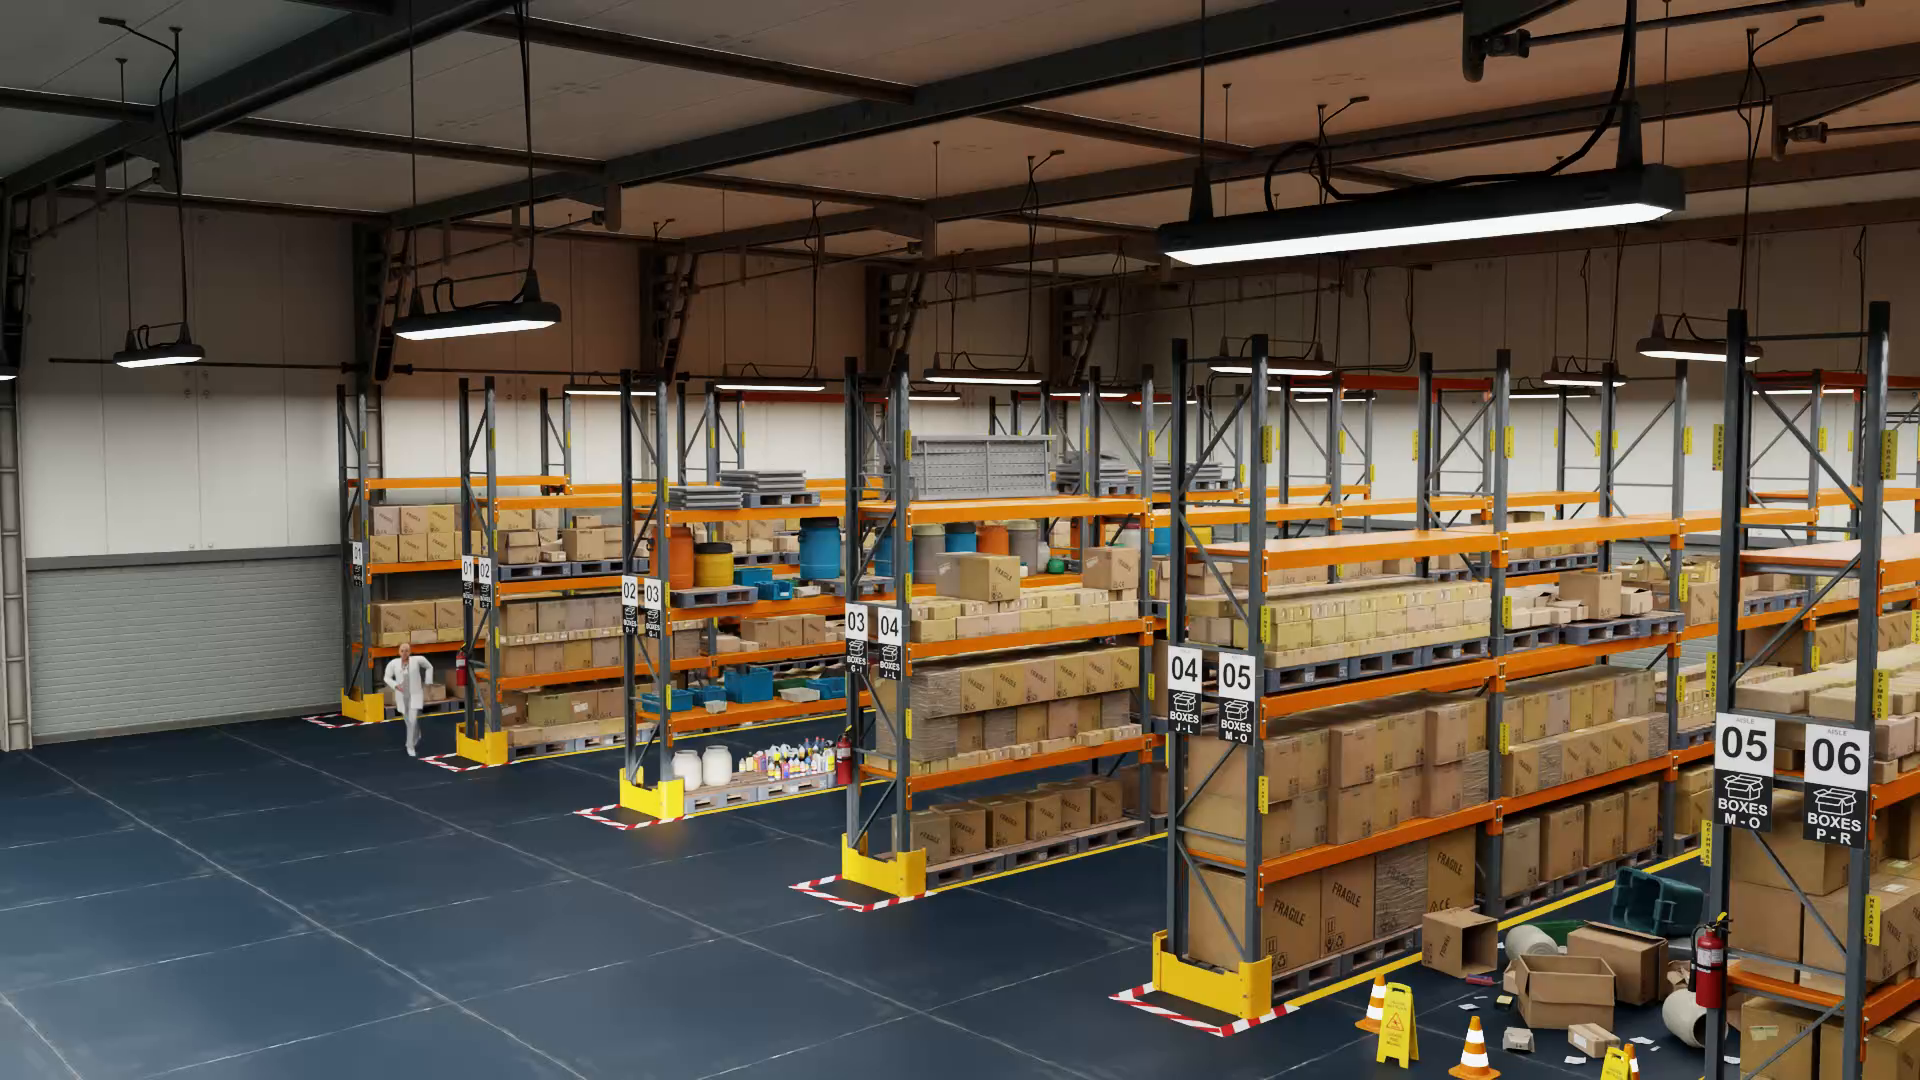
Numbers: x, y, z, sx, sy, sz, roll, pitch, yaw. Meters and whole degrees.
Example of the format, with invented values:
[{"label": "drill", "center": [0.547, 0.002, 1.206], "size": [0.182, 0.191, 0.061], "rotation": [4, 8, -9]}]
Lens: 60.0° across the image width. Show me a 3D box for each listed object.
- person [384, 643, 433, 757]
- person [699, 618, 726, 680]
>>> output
[{"label": "person", "center": [-8.852, 2.532, 26.773], "size": [0.702, 1.807, 0.903], "rotation": [0, 4, -2]}, {"label": "person", "center": [-4.712, 2.267, 31.670], "size": [0.656, 1.658, 0.566], "rotation": [0, 4, 7]}]
